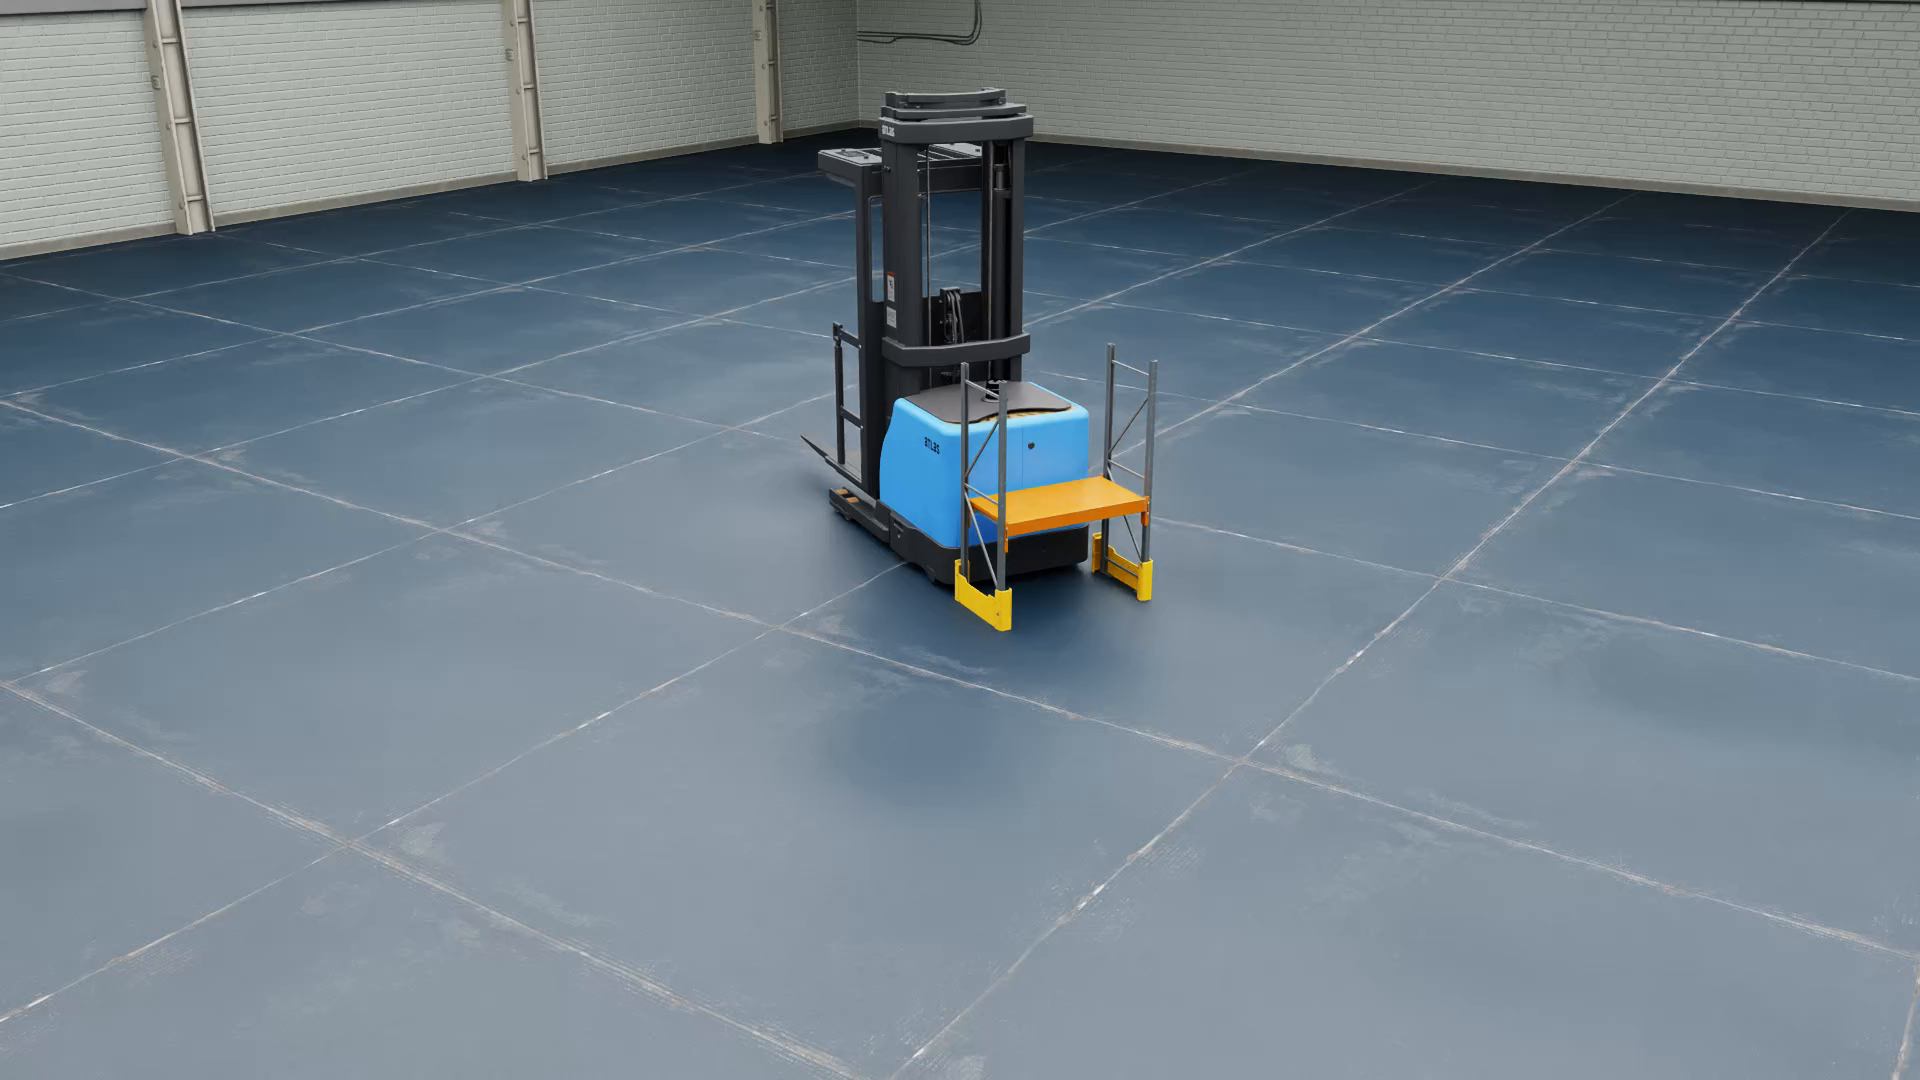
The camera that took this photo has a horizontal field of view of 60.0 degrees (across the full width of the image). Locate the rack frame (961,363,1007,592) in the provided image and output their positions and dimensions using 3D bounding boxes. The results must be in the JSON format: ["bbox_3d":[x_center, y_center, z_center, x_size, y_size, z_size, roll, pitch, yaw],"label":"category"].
[{"bbox_3d":[0.135,-0.259,9.802,0.032,1.500,0.500,-10,23,-26],"label":"rack frame"}]

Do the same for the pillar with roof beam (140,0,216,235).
[{"bbox_3d":[-6.819,-7.569,18.756,9.100,9.000,0.400,13,24,32],"label":"pillar with roof beam"}]

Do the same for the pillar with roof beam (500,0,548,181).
[{"bbox_3d":[-3.446,-9.290,23.410,9.100,9.000,0.400,13,24,32],"label":"pillar with roof beam"}]

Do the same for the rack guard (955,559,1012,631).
[{"bbox_3d":[0.136,0.327,10.020,0.087,0.250,0.587,-10,23,-26],"label":"rack guard"}]

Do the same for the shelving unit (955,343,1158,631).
[{"bbox_3d":[0.576,-0.340,10.022,1.083,1.500,0.587,-10,23,-26],"label":"shelving unit"}]

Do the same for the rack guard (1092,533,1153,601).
[{"bbox_3d":[1.015,0.165,10.459,0.087,0.250,0.587,-10,23,-26],"label":"rack guard"}]

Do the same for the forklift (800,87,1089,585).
[{"bbox_3d":[-0.272,-1.569,11.282,1.130,2.935,3.031,-10,22,-24],"label":"forklift"}]

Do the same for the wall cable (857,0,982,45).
[{"bbox_3d":[-0.884,-10.982,32.460,3.097,2.526,0.112,13,24,32],"label":"wall cable"}]

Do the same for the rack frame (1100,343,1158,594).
[{"bbox_3d":[1.033,-0.425,10.250,0.032,1.500,0.500,-10,23,-26],"label":"rack frame"}]

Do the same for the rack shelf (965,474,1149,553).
[{"bbox_3d":[0.584,-0.173,10.088,1.000,0.185,0.538,-10,23,-26],"label":"rack shelf"}]

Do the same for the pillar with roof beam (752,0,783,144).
[{"bbox_3d":[-0.074,-11.012,28.064,9.100,9.000,0.400,13,24,32],"label":"pillar with roof beam"}]
